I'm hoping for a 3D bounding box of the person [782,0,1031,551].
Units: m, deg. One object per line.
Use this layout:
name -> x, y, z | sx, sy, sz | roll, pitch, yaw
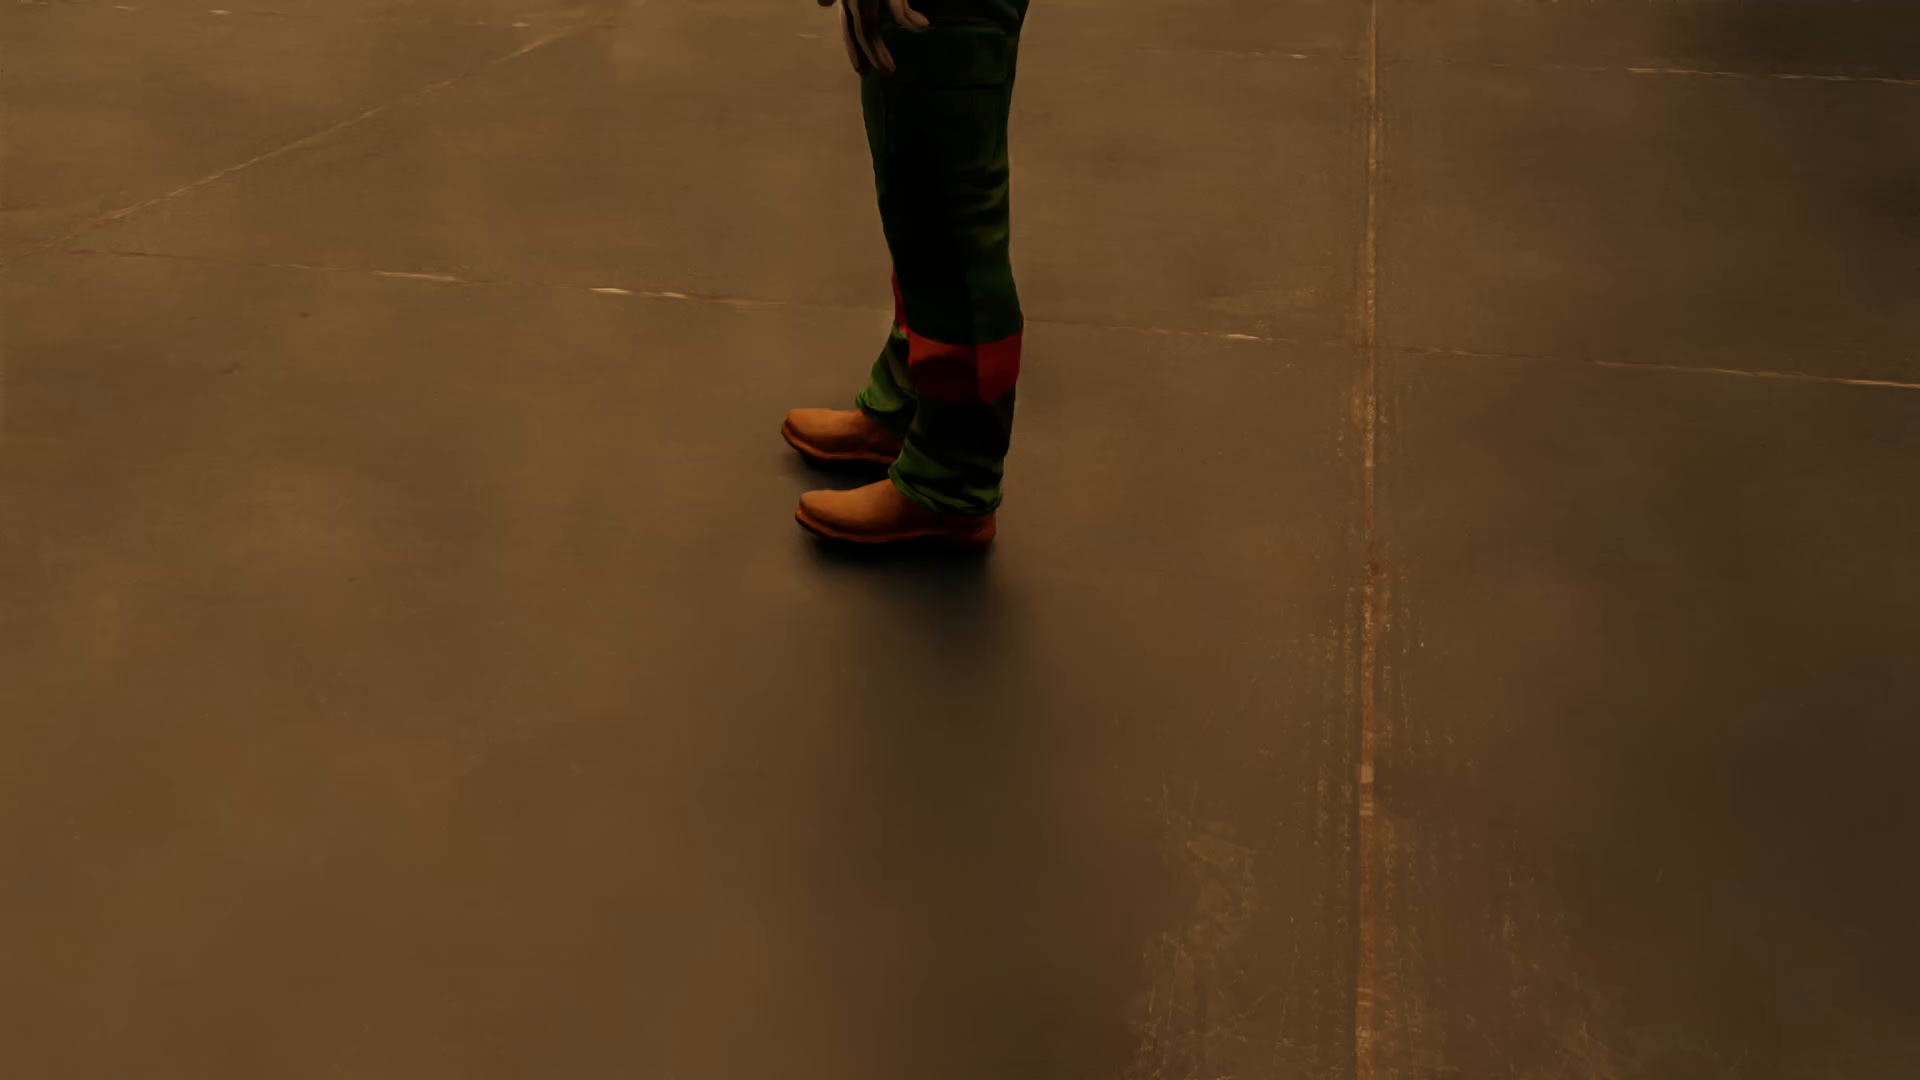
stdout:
person -> -0.076, -0.816, 2.120 | 0.563, 1.783, 0.637 | 6, 27, 11
